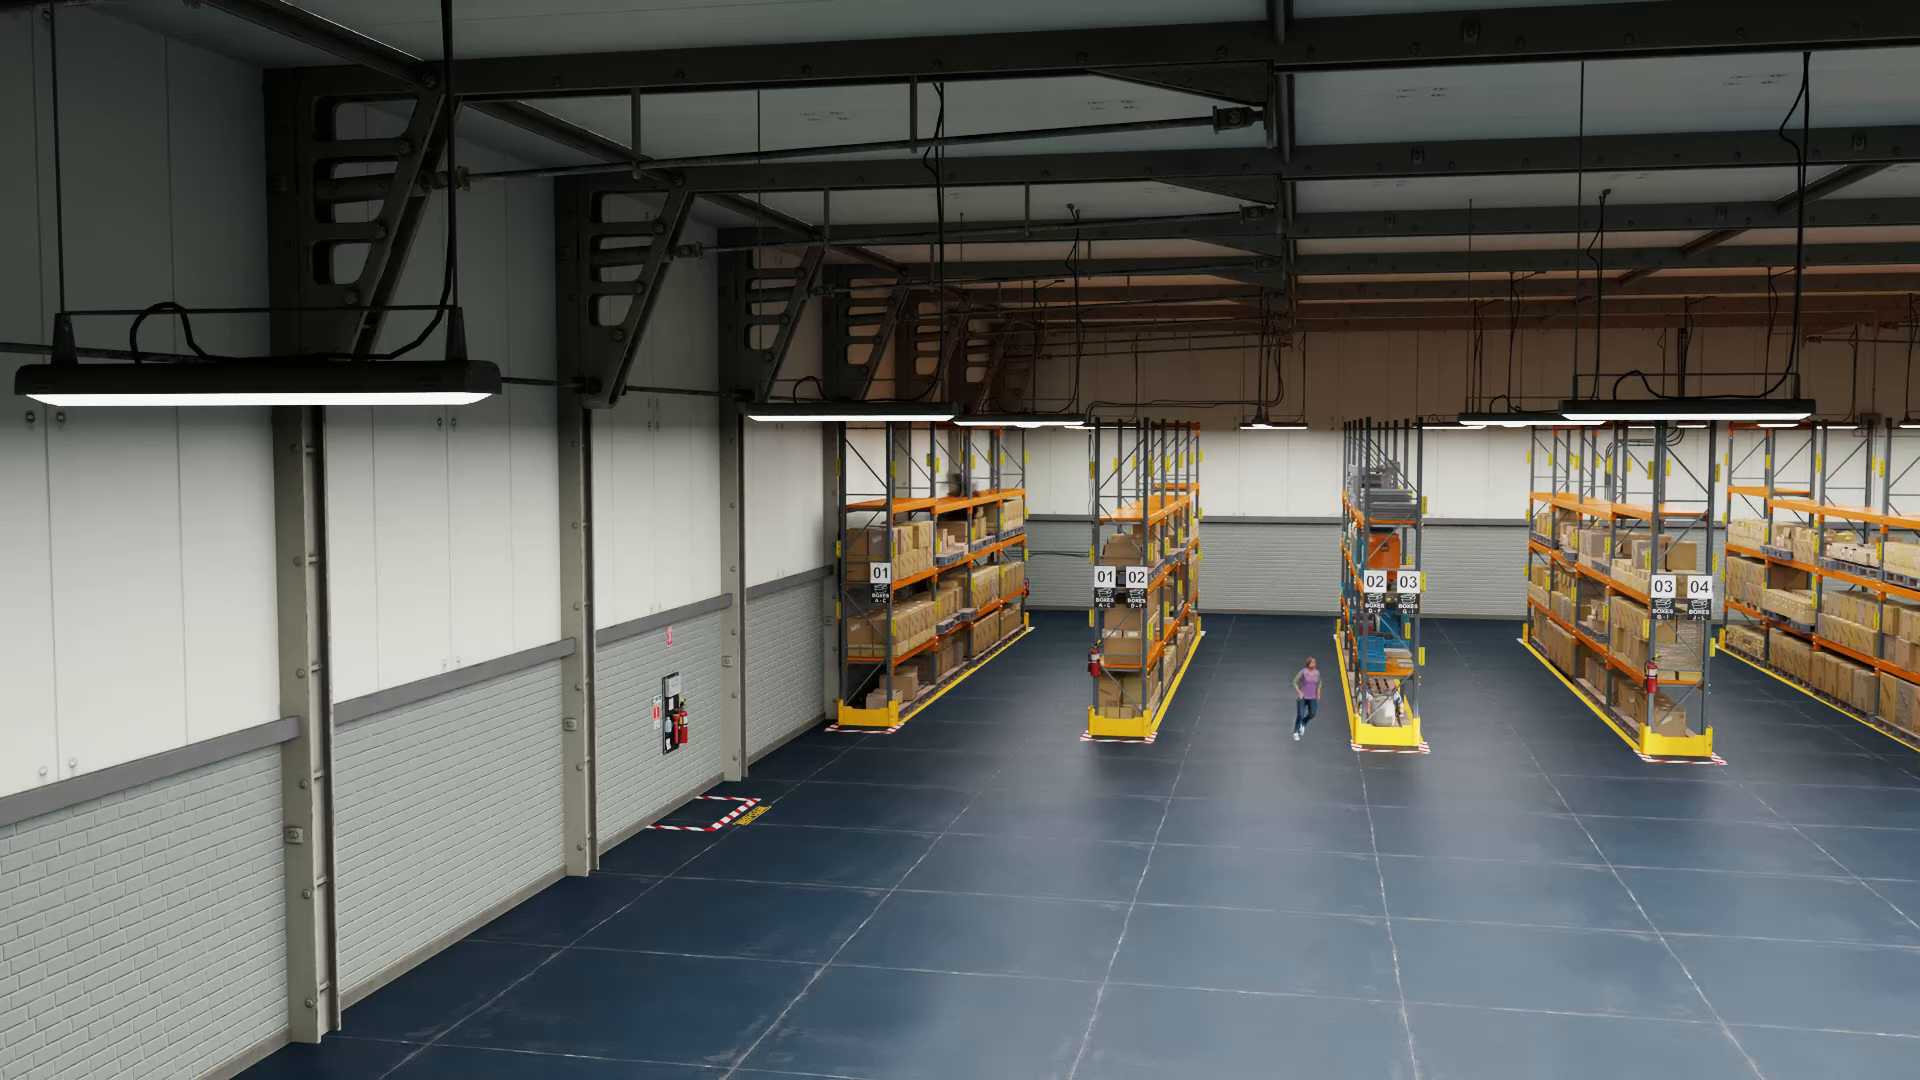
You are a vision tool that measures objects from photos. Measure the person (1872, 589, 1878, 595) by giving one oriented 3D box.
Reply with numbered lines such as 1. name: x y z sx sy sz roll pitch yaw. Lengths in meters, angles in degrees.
1. person: 24.720 2.020 44.672 0.643 1.634 0.586 1 4 19

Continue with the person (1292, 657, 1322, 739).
1. person: 6.486 2.951 30.957 0.604 1.548 0.468 0 4 -7
